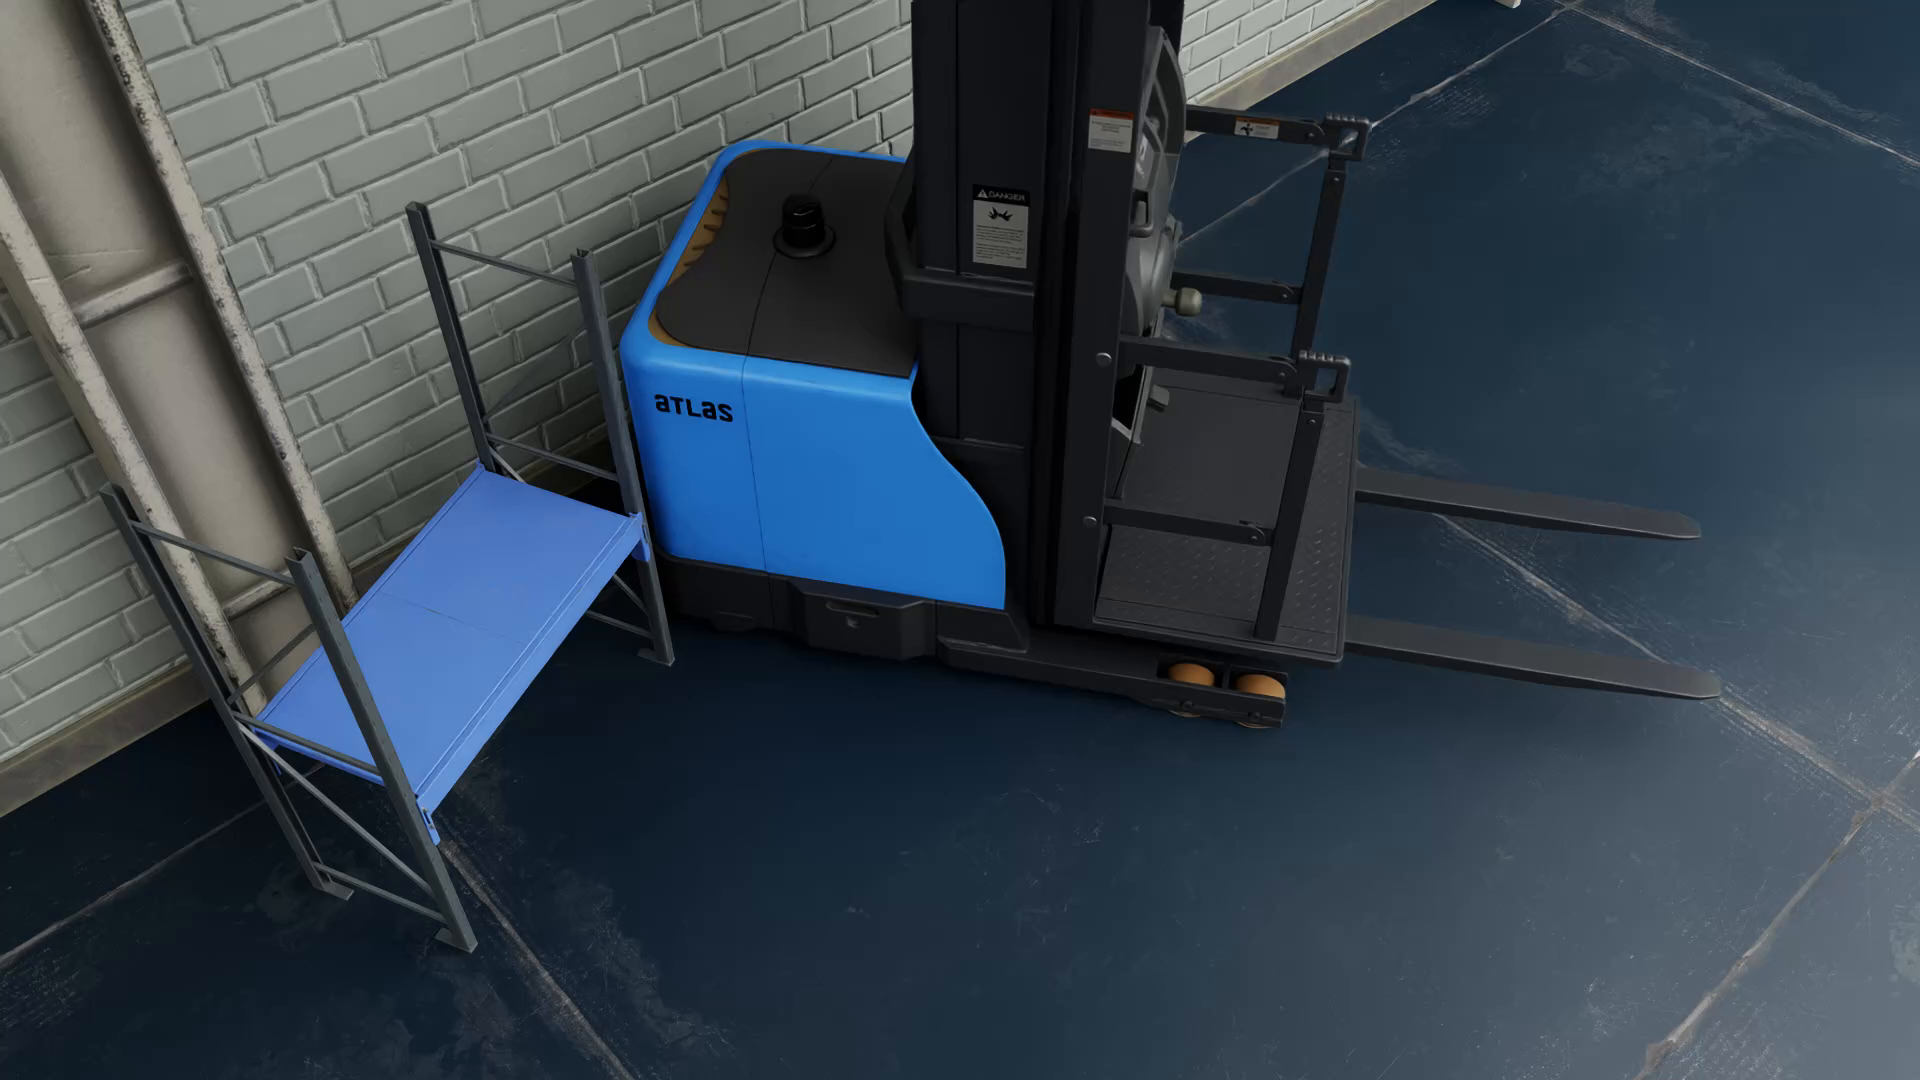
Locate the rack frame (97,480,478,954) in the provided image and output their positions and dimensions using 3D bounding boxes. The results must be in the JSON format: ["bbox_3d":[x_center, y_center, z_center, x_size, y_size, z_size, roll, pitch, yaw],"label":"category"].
[{"bbox_3d":[-1.478,0.471,3.795,0.500,1.500,0.032,17,50,15],"label":"rack frame"}]

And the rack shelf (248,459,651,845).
[{"bbox_3d":[-1.279,0.250,4.244,0.538,0.185,1.000,17,50,15],"label":"rack shelf"}]

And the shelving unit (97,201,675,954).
[{"bbox_3d":[-1.279,0.128,4.112,0.538,1.500,1.048,17,50,15],"label":"shelving unit"}]

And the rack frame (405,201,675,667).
[{"bbox_3d":[-1.079,-0.216,4.429,0.500,1.500,0.032,17,50,15],"label":"rack frame"}]

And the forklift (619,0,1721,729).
[{"bbox_3d":[0.672,-0.885,4.072,3.031,2.935,1.130,9,48,8],"label":"forklift"}]
